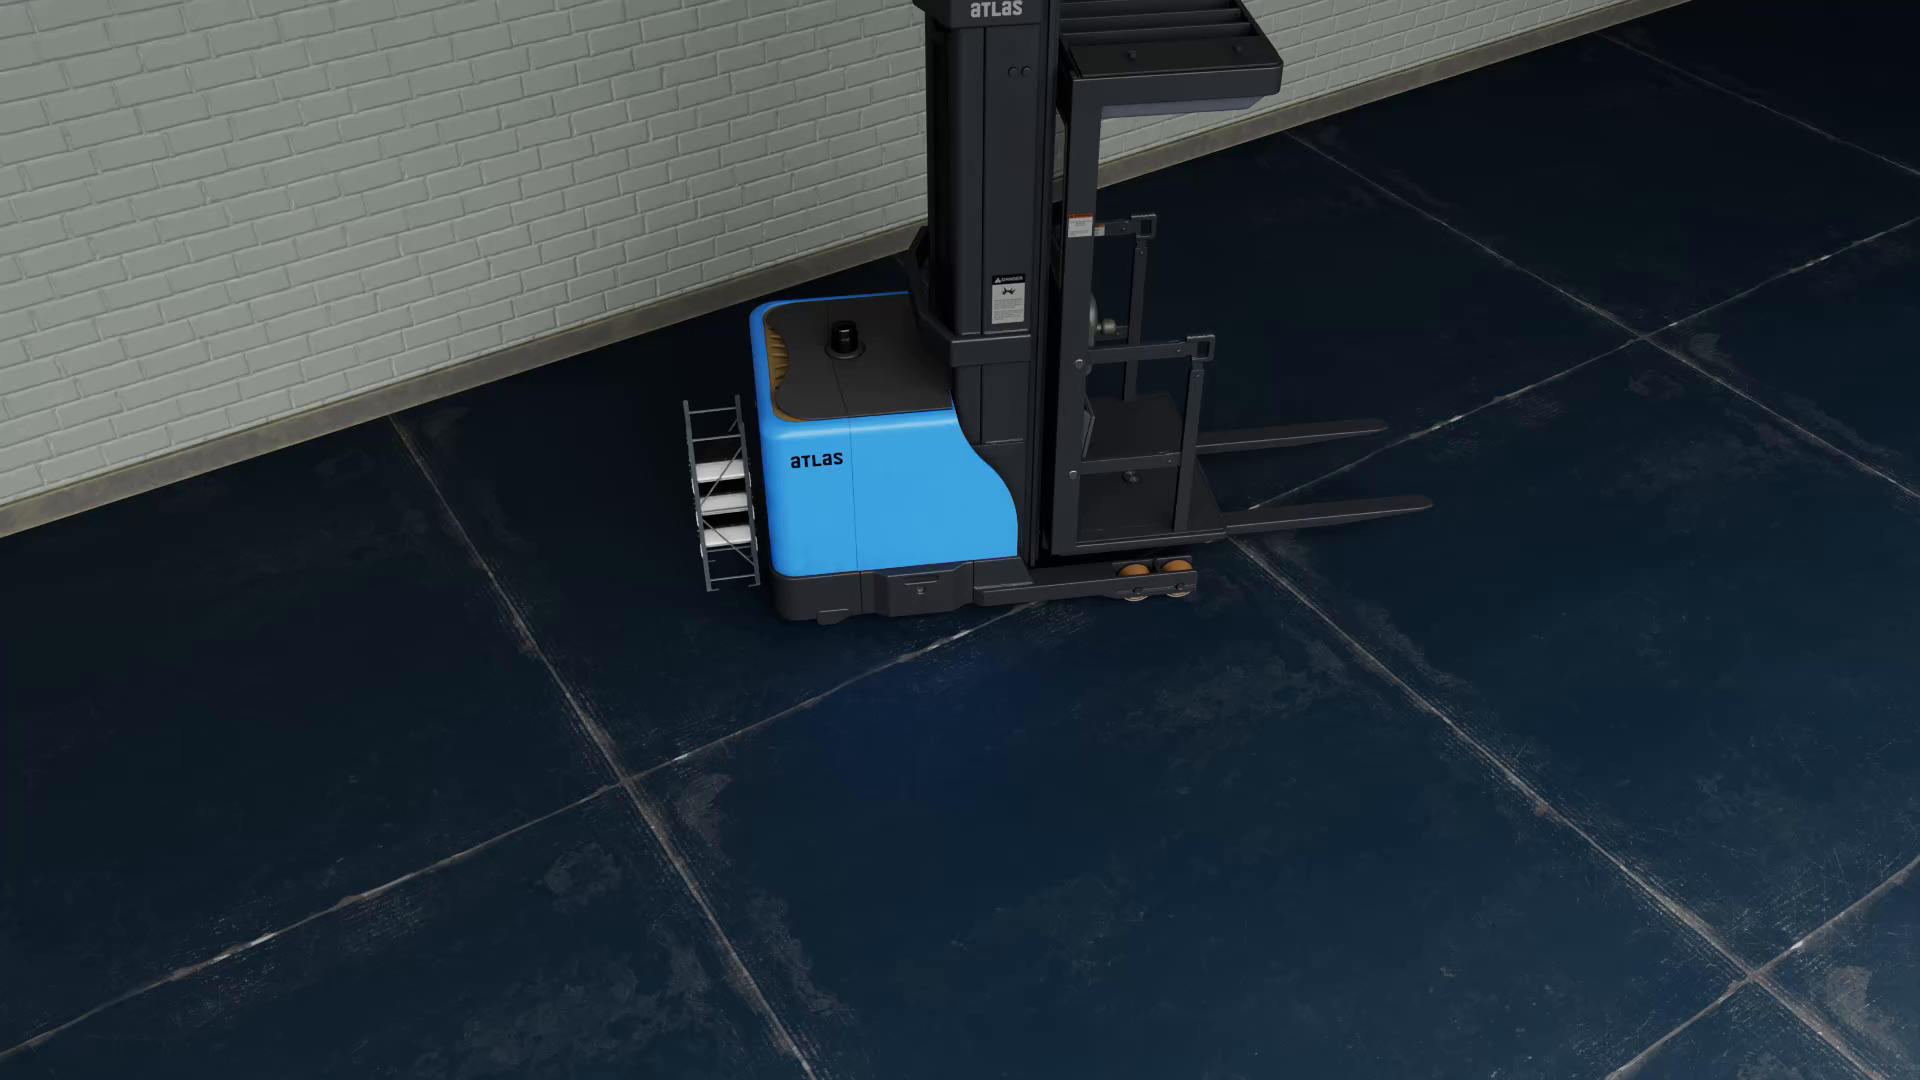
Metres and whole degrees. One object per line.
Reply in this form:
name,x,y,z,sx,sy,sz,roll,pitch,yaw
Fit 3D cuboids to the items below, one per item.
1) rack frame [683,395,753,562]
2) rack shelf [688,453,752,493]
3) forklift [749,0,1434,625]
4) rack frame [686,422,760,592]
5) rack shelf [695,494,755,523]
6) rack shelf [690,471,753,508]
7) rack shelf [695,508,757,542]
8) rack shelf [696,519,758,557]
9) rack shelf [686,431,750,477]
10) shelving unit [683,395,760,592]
rack frame,-1.057,-0.258,7.356,0.240,0.900,0.006,-7,40,-8
rack shelf,-1.038,-0.306,7.186,0.258,0.077,0.200,-7,40,-8
forklift,0.620,-1.184,6.882,3.031,2.935,1.130,-5,40,-6
rack frame,-1.019,-0.130,7.203,0.240,0.900,0.006,-7,40,-8
rack shelf,-1.038,-0.168,7.301,0.258,0.077,0.200,-7,40,-8
rack shelf,-1.038,-0.237,7.243,0.258,0.077,0.200,-7,40,-8
rack shelf,-1.038,-0.099,7.359,0.258,0.077,0.200,-7,40,-8
rack shelf,-1.038,-0.030,7.416,0.258,0.077,0.200,-7,40,-8
rack shelf,-1.038,-0.376,7.128,0.258,0.077,0.200,-7,40,-8
shelving unit,-1.038,-0.194,7.280,0.258,0.900,0.210,-7,40,-8
